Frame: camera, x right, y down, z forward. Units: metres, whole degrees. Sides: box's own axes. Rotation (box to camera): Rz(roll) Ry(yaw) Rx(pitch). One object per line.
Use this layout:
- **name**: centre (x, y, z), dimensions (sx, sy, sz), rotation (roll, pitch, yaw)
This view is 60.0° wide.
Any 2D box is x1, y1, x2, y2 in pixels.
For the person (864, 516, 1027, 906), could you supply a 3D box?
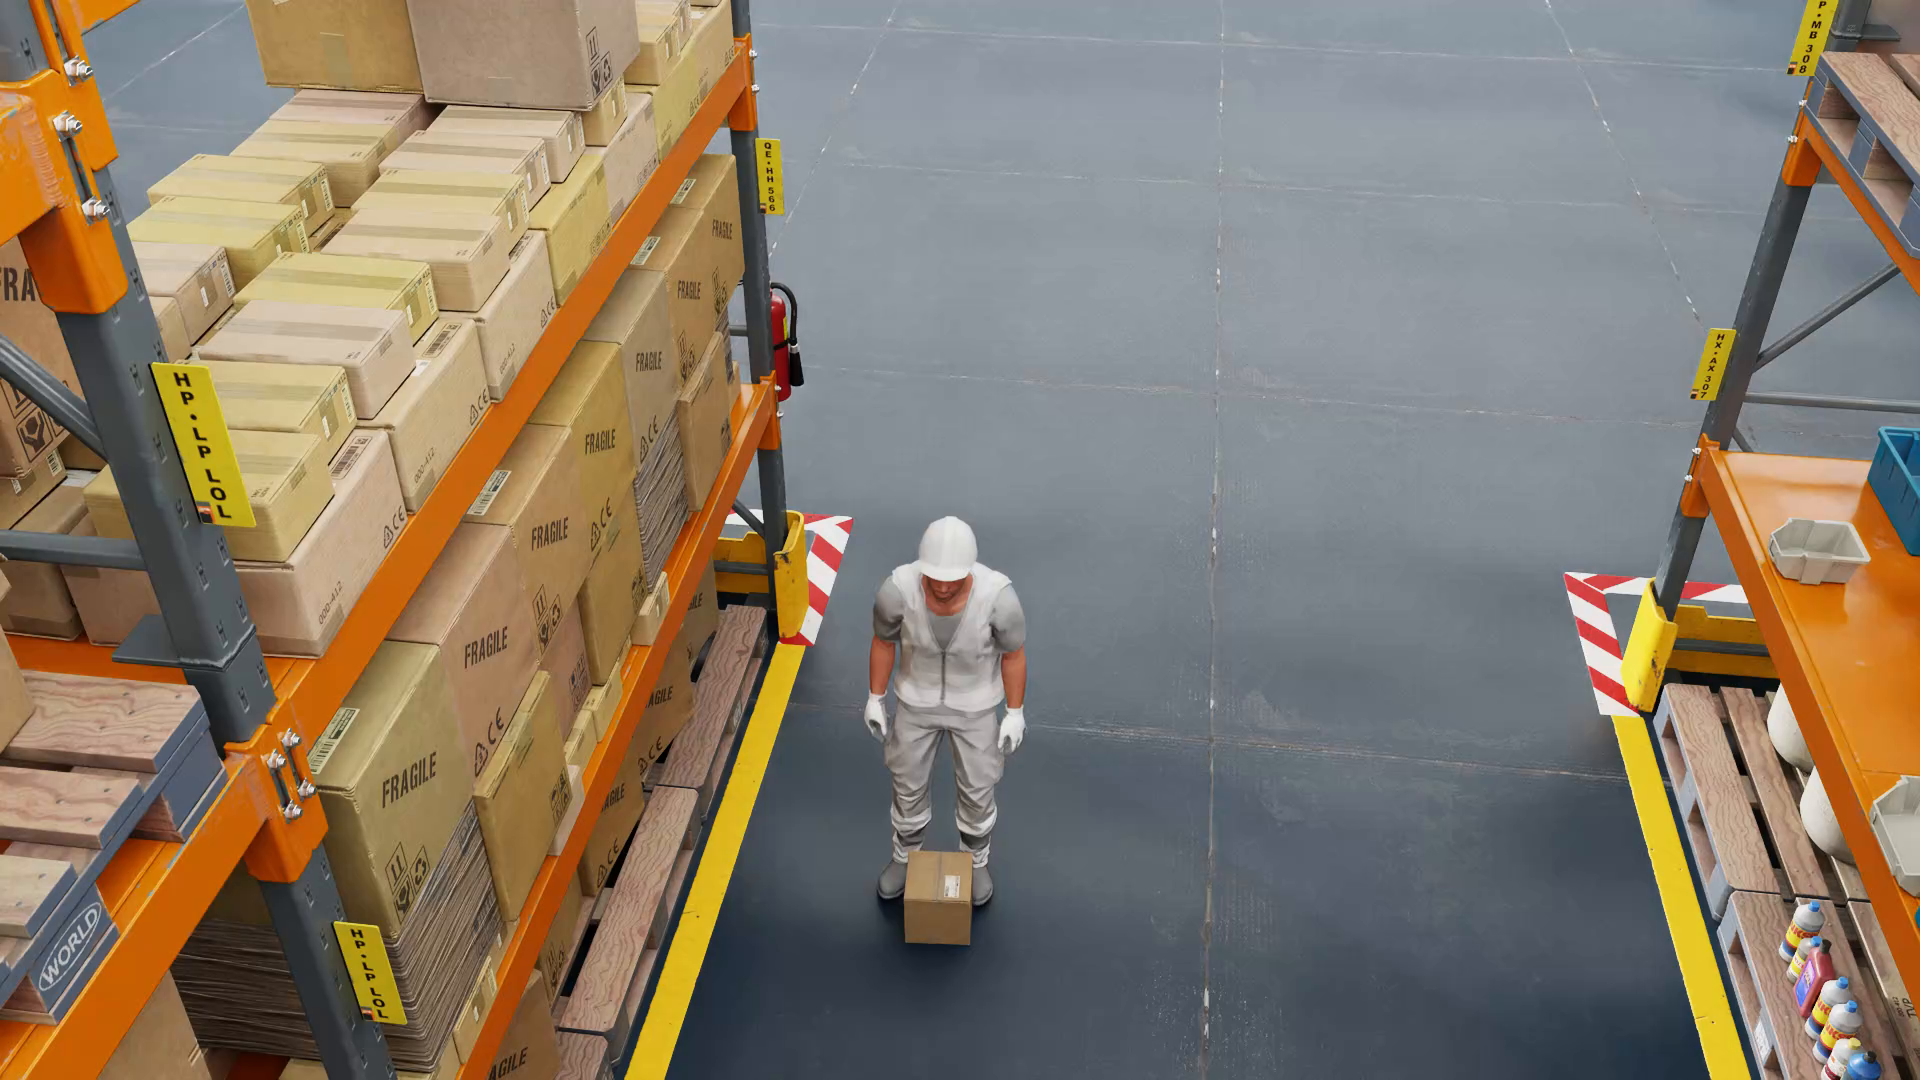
- **person**: centre (-0.054, 0.628, 6.158), dimensions (0.609, 1.779, 0.449), rotation (5, 36, 6)
